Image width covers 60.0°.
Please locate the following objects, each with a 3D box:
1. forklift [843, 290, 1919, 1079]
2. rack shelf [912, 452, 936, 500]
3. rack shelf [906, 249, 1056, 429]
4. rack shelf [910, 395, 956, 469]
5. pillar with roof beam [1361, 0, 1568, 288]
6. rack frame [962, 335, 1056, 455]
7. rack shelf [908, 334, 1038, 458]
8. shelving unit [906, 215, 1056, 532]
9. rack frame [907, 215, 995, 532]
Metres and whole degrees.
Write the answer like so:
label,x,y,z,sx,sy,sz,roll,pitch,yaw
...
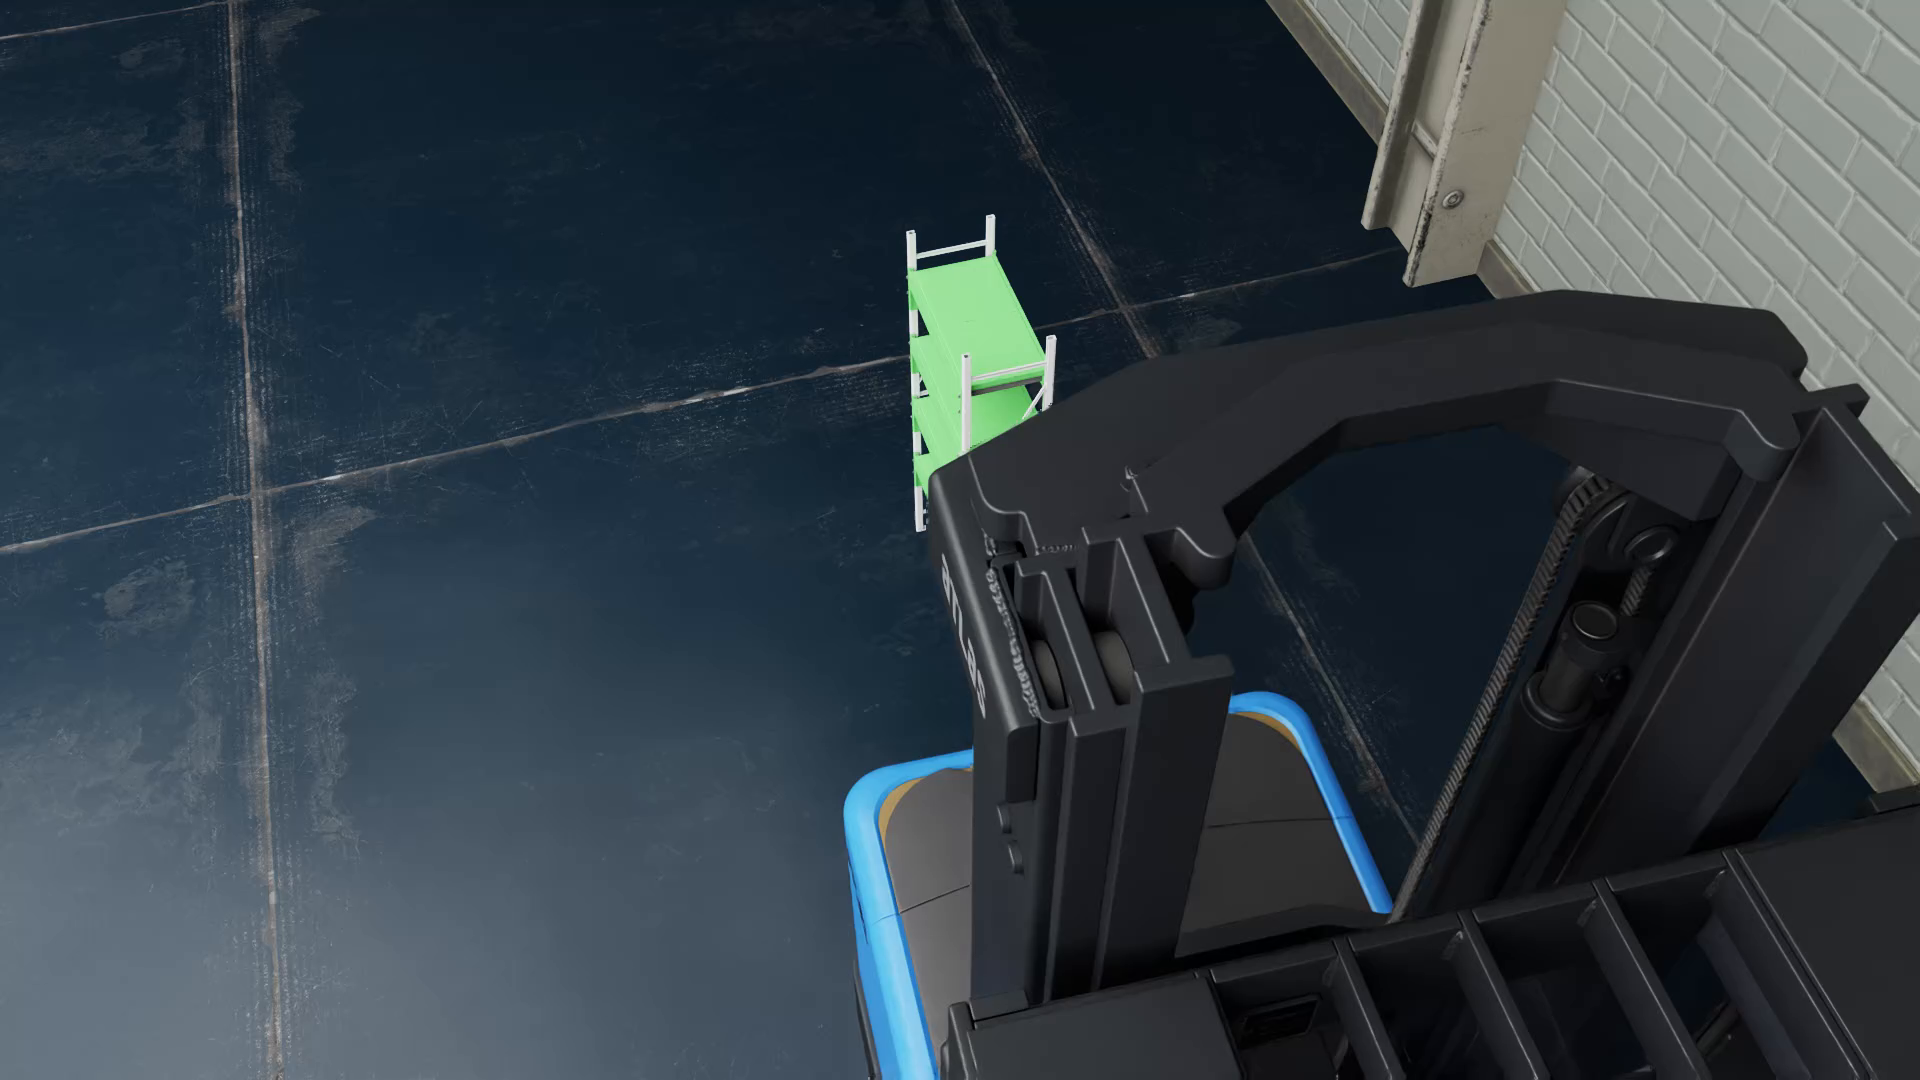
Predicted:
label,x,y,z,sx,sy,sz,roll,pitch,yaw
forklift,0.586,1.244,2.284,1.130,2.935,3.031,-10,51,-9
rack shelf,0.049,-0.070,4.922,0.258,0.148,0.480,-13,51,-11
rack shelf,0.049,-0.534,4.371,0.258,0.148,0.480,-13,51,-11
rack shelf,0.049,-0.225,4.738,0.258,0.148,0.480,-13,51,-11
pillar with roof beam,-2.400,-3.019,1.910,9.100,9.000,0.400,-13,51,-11
rack frame,0.121,-0.088,4.539,0.240,1.200,0.015,-13,51,-11
rack shelf,0.049,-0.379,4.555,0.258,0.148,0.480,-13,51,-11
shelving unit,0.049,-0.266,4.689,0.258,1.200,0.503,-13,51,-11
rack frame,-0.023,-0.444,4.840,0.240,1.200,0.015,-13,51,-11
